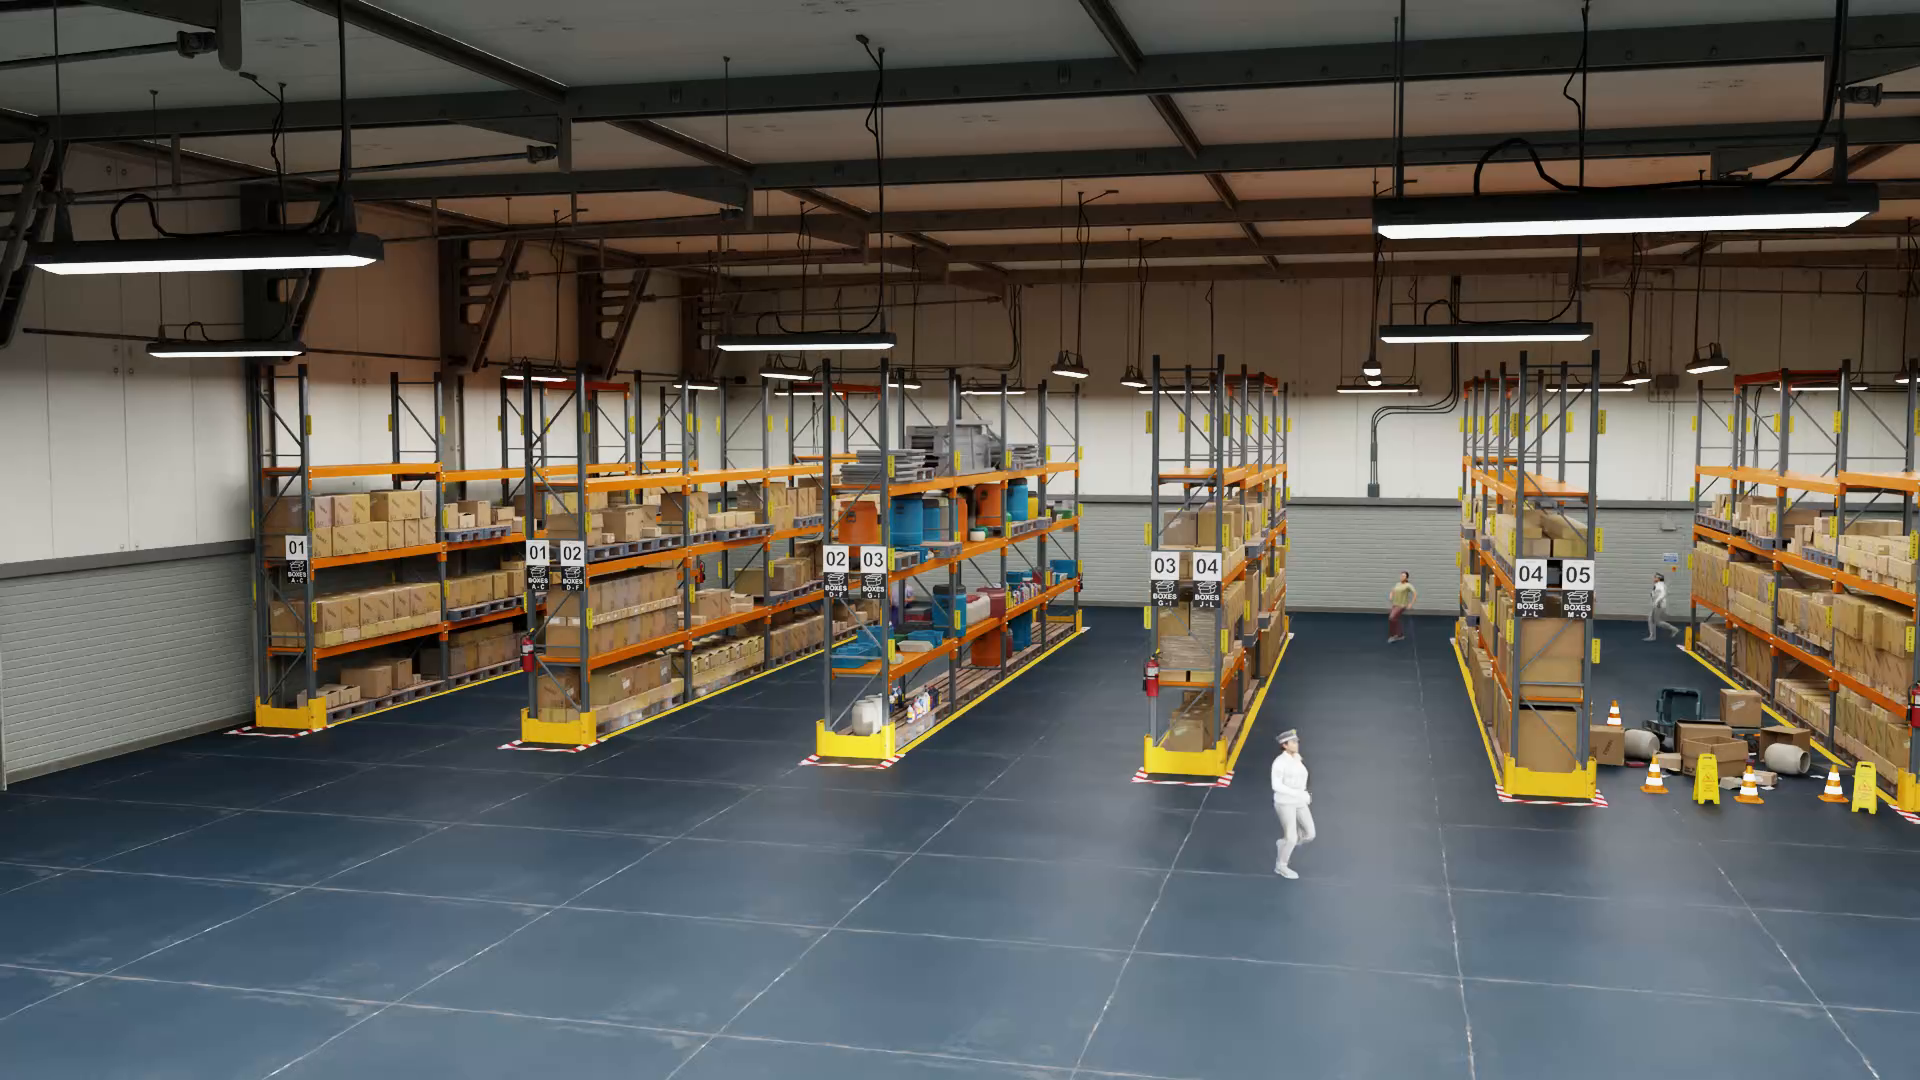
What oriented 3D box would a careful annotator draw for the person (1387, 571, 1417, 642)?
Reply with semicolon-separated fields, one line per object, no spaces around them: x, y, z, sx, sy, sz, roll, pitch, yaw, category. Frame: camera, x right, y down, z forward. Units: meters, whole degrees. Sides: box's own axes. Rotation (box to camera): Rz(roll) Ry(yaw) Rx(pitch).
10.137;1.551;38.408;0.616;1.664;0.624;-2;4;-26;person

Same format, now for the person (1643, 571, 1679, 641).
16.194;1.542;38.414;0.737;1.652;0.651;2;4;23;person

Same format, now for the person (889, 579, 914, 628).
-1.235;1.529;34.767;0.601;1.674;0.901;1;4;12;person

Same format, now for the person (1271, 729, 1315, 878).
3.691;2.911;18.392;0.607;1.659;0.541;-4;5;-42;person
